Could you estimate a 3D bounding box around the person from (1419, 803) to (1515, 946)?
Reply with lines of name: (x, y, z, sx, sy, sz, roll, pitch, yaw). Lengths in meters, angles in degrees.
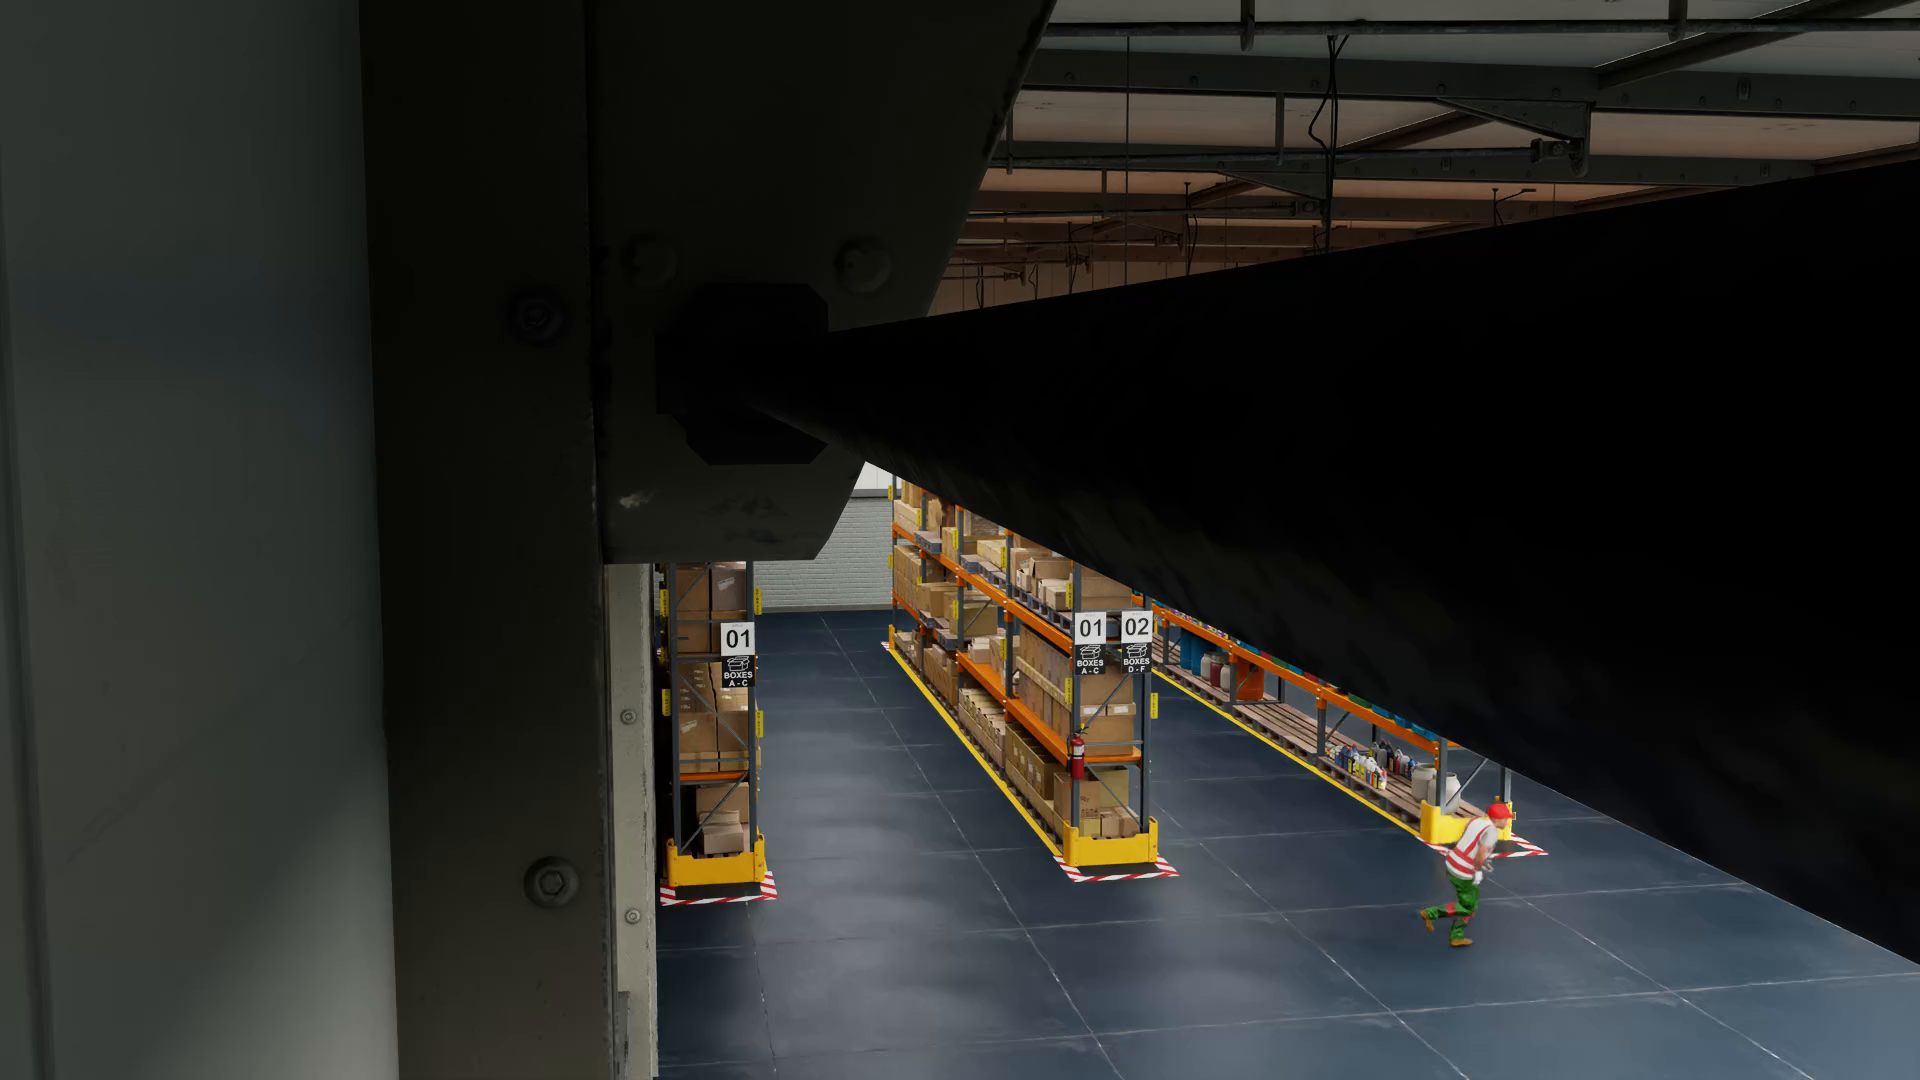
person: (5.471, 3.623, 17.945, 0.999, 1.572, 0.675, 0, 6, -4)
